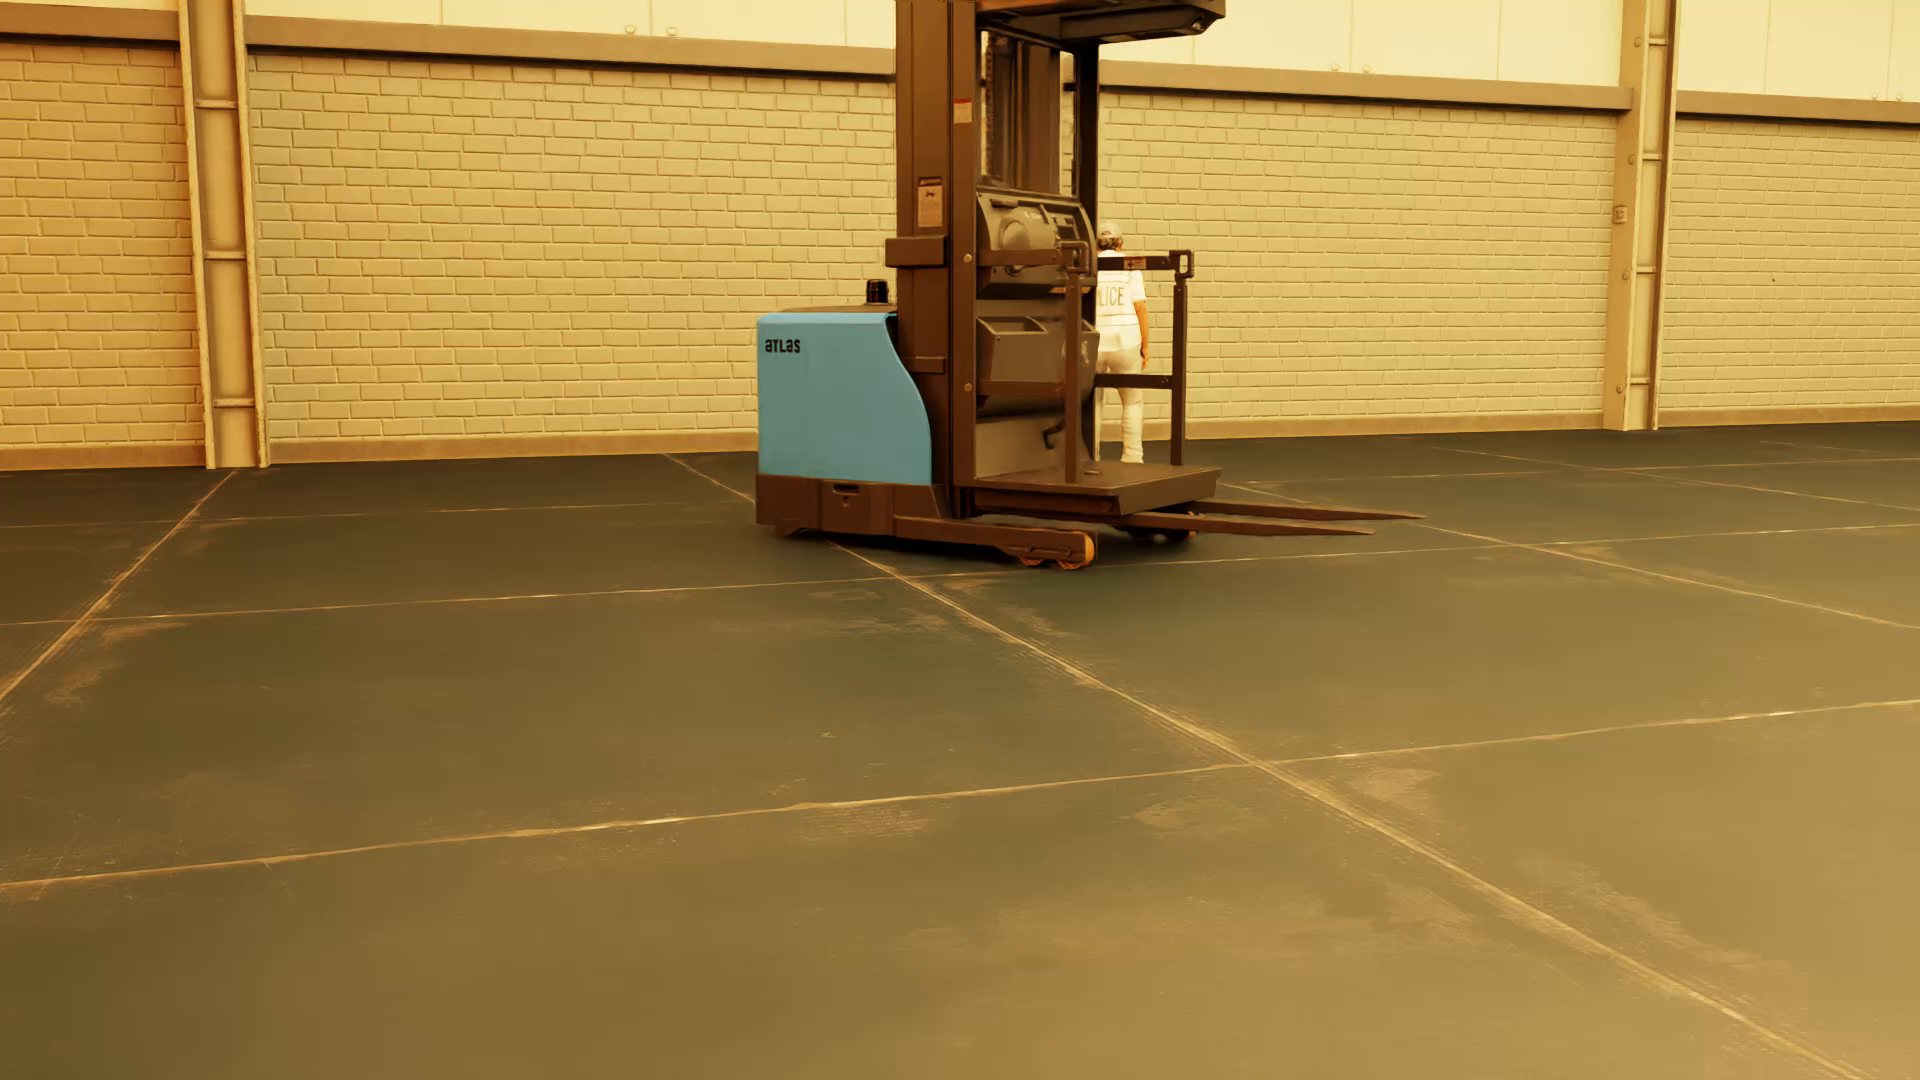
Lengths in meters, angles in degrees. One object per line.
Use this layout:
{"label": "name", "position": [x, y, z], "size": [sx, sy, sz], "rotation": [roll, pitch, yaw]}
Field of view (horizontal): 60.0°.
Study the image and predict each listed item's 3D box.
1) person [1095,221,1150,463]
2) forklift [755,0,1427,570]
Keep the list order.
{"label": "person", "position": [0.987, -1.233, 10.820], "size": [0.557, 1.665, 0.467], "rotation": [2, 8, 16]}
{"label": "forklift", "position": [0.526, -1.408, 7.400], "size": [3.031, 2.935, 1.130], "rotation": [5, 9, 33]}
